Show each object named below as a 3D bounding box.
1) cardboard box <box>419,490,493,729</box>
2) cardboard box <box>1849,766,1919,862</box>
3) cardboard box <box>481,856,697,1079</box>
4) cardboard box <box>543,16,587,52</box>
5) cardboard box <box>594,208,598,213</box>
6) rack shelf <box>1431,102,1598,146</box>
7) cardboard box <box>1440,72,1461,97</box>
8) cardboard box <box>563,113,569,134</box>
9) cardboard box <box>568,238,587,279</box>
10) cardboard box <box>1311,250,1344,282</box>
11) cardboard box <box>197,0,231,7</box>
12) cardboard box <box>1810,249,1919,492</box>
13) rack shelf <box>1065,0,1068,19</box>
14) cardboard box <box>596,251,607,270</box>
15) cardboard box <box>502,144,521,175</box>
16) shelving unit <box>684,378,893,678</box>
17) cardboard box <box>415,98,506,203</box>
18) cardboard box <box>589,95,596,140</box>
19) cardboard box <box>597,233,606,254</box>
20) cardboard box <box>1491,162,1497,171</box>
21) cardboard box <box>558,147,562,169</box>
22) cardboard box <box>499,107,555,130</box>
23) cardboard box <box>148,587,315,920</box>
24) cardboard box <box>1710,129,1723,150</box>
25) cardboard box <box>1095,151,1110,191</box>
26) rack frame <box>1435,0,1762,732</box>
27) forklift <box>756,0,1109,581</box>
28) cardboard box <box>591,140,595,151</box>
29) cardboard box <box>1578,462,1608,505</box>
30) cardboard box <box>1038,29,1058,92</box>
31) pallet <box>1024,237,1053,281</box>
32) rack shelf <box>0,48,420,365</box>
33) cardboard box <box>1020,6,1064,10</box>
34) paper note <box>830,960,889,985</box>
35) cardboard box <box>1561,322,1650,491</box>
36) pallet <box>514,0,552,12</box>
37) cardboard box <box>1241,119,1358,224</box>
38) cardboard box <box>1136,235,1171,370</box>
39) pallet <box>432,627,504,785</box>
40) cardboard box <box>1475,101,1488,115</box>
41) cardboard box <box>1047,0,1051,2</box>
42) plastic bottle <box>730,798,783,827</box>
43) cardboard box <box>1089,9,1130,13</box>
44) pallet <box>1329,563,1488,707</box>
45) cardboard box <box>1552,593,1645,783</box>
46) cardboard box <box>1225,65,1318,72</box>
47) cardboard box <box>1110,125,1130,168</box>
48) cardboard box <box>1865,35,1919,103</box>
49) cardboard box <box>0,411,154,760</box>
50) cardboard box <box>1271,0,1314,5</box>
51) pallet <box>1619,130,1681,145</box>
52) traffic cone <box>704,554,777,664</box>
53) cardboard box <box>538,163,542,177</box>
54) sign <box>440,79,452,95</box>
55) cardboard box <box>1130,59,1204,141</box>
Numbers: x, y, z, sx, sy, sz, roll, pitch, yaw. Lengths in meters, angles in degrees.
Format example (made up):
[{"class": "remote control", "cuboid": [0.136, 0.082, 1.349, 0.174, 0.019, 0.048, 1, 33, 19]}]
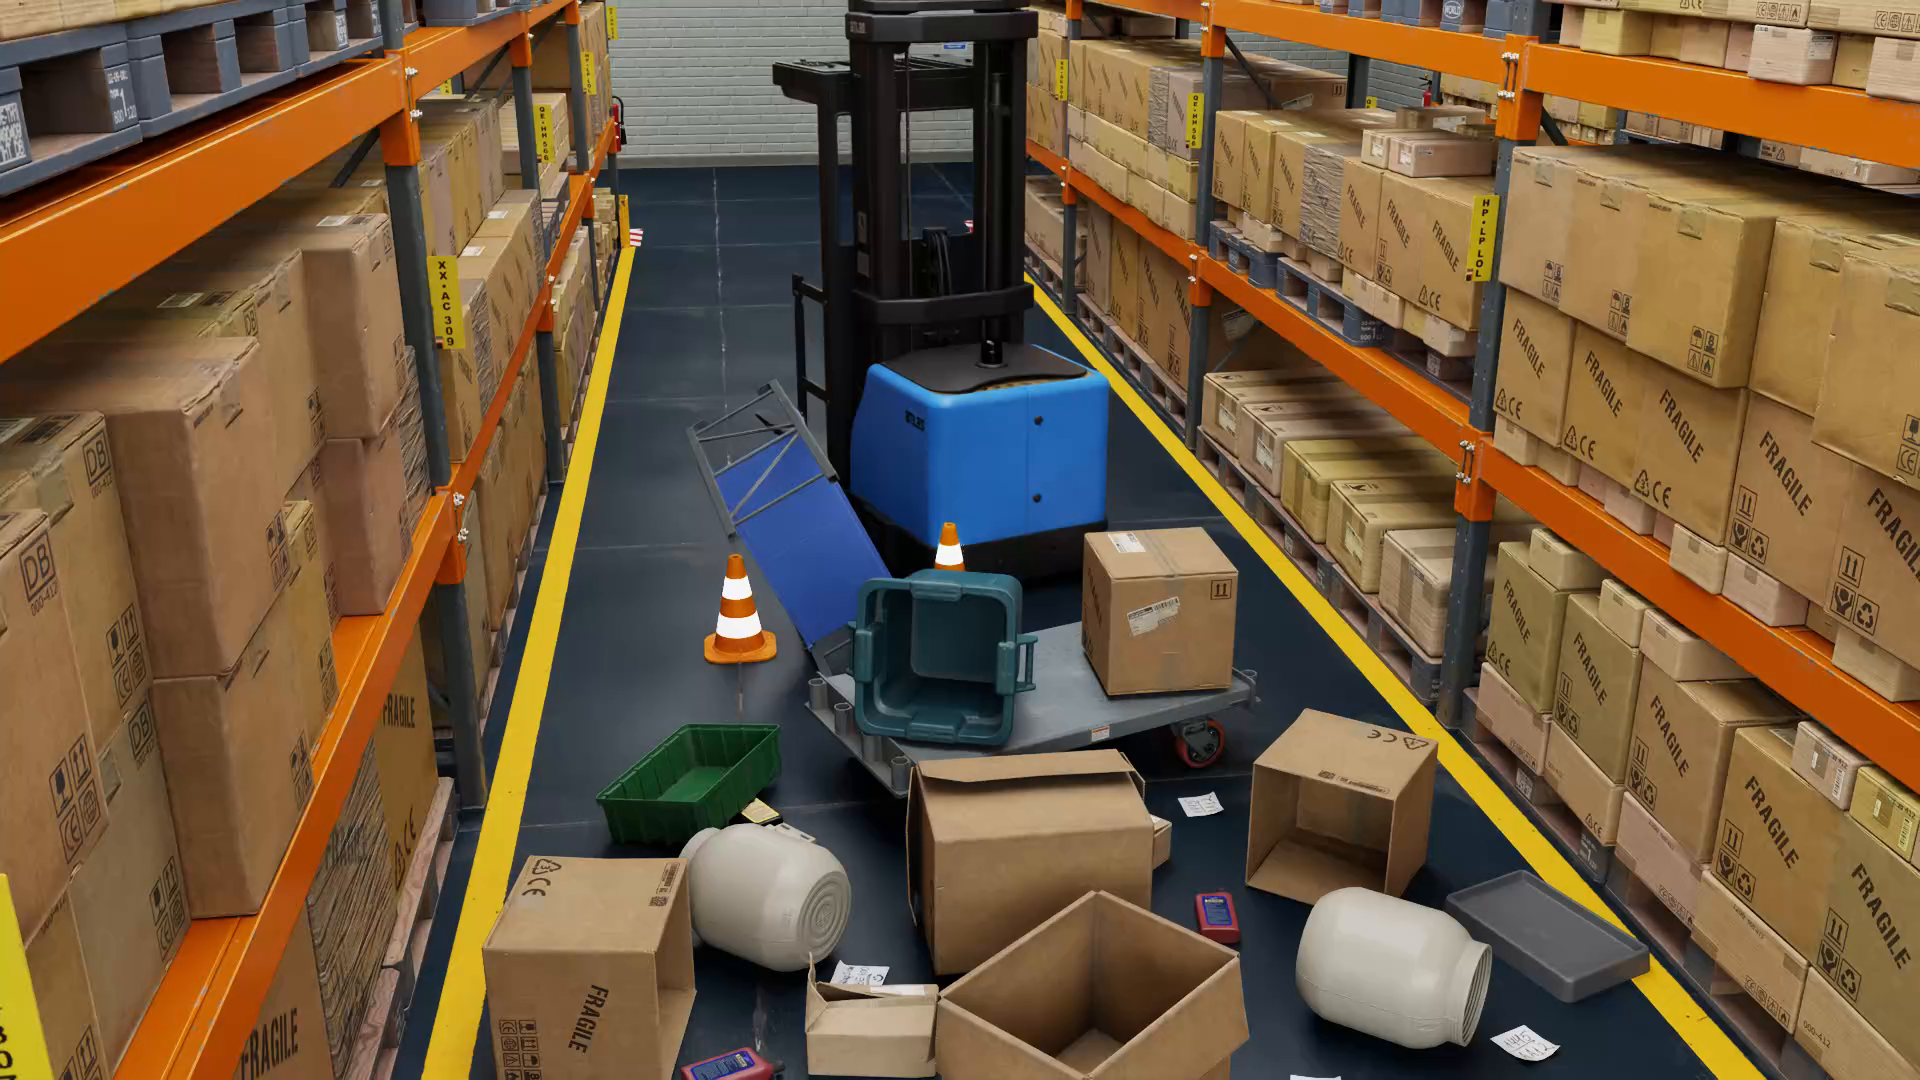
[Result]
[{"class": "cardboard box", "cuboid": [-2.516, 0.292, 6.761, 1.050, 0.750, 0.750, -3, 21, -8]}, {"class": "cardboard box", "cuboid": [2.597, 0.707, 4.367, 0.380, 0.149, 0.250, -3, 21, -7]}, {"class": "cardboard box", "cuboid": [-1.098, 1.301, 5.014, 0.500, 0.500, 0.500, 1, 20, 2]}, {"class": "cardboard box", "cuboid": [-3.404, -4.126, 13.979, 0.500, 0.500, 0.500, -4, 21, -9]}, {"class": "cardboard box", "cuboid": [-3.601, -3.026, 15.654, 0.380, 0.149, 0.250, -4, 21, -10]}, {"class": "rack shelf", "cuboid": [6.016, -4.016, 16.710, 1.077, 0.370, 4.000, -3, 21, -8]}, {"class": "cardboard box", "cuboid": [5.527, -4.944, 17.955, 0.500, 0.250, 0.500, -3, 21, -7]}, {"class": "cardboard box", "cuboid": [-3.238, -3.215, 12.870, 0.380, 0.149, 0.250, -2, 21, -6]}, {"class": "cardboard box", "cuboid": [-3.072, -2.078, 12.392, 0.500, 0.250, 0.500, -2, 21, -5]}, {"class": "cardboard box", "cuboid": [2.018, -1.419, 8.487, 0.380, 0.149, 0.250, -2, 21, -6]}, {"class": "cardboard box", "cuboid": [-1.712, -1.160, 3.365, 0.380, 0.149, 0.250, -3, 21, -7]}, {"class": "cardboard box", "cuboid": [2.592, -0.422, 4.061, 0.700, 0.500, 0.500, -3, 21, -8]}, {"class": "rack shelf", "cuboid": [1.105, -5.170, 15.511, 1.077, 0.370, 4.000, -3, 21, -8]}, {"class": "cardboard box", "cuboid": [-3.452, -2.575, 15.298, 0.380, 0.149, 0.250, -3, 21, -9]}, {"class": "cardboard box", "cuboid": [-2.790, -2.268, 9.911, 0.380, 0.149, 0.250, -3, 21, -8]}, {"class": "shelving unit", "cuboid": [-0.672, 0.024, 7.457, 0.538, 1.048, 1.500, -30, 25, -4]}, {"class": "cardboard box", "cuboid": [-2.859, -2.099, 8.976, 0.700, 0.500, 0.500, -3, 21, -8]}, {"class": "cardboard box", "cuboid": [-3.391, -3.666, 14.175, 0.500, 0.500, 0.500, -3, 21, -8]}, {"class": "cardboard box", "cuboid": [-3.448, -2.713, 15.241, 0.380, 0.149, 0.250, -3, 21, -8]}, {"class": "cardboard box", "cuboid": [2.632, -1.544, 7.895, 0.500, 0.500, 0.500, -3, 21, -8]}, {"class": "cardboard box", "cuboid": [-3.130, -2.813, 12.219, 0.380, 0.149, 0.250, -4, 21, -11]}, {"class": "cardboard box", "cuboid": [-3.095, -2.994, 11.854, 0.380, 0.149, 0.250, -4, 21, -10]}, {"class": "cardboard box", "cuboid": [-1.916, 0.445, 3.524, 0.875, 0.550, 0.550, -3, 21, -8]}, {"class": "cardboard box", "cuboid": [6.341, -3.274, 12.953, 0.700, 0.500, 0.500, -3, 21, -8]}, {"class": "cardboard box", "cuboid": [1.330, -2.816, 12.682, 0.500, 0.250, 0.500, -3, 21, -8]}, {"class": "rack frame", "cuboid": [2.546, -0.639, 6.640, 1.000, 3.000, 0.127, -3, 21, -8]}, {"class": "forklift", "cuboid": [-0.345, -1.577, 9.249, 1.130, 2.935, 3.031, -10, 23, -25]}, {"class": "cardboard box", "cuboid": [-3.414, -3.482, 14.610, 0.380, 0.149, 0.250, -3, 21, -7]}, {"class": "cardboard box", "cuboid": [2.431, -0.221, 5.879, 0.380, 0.149, 0.250, -3, 21, -8]}, {"class": "cardboard box", "cuboid": [0.987, -4.250, 14.735, 0.500, 0.500, 0.500, -3, 21, -9]}, {"class": "pallet", "cuboid": [1.182, -2.793, 16.393, 1.003, 0.211, 1.213, -3, 21, -8]}, {"class": "rack shelf", "cuboid": [-2.049, -0.730, 3.625, 1.077, 0.370, 4.000, -3, 21, -8]}, {"class": "cardboard box", "cuboid": [0.776, -4.937, 15.648, 0.380, 0.149, 0.250, -3, 21, -9]}, {"class": "paper note", "cuboid": [-0.331, 1.418, 5.387, 0.172, 0.023, 0.155, 4, 21, 11]}, {"class": "cardboard box", "cuboid": [2.429, -0.486, 5.663, 0.500, 0.500, 0.500, -3, 21, -8]}, {"class": "pallet", "cuboid": [-2.769, -2.836, 8.504, 1.213, 0.211, 1.003, -2, 21, -5]}, {"class": "cardboard box", "cuboid": [1.888, -2.059, 9.274, 0.500, 0.500, 0.500, -2, 21, -5]}, {"class": "cardboard box", "cuboid": [1.828, -1.778, 12.125, 0.875, 0.875, 0.875, -3, 21, -7]}, {"class": "pallet", "cuboid": [-2.523, 0.689, 7.071, 1.003, 0.211, 1.213, -3, 21, -8]}, {"class": "cardboard box", "cuboid": [5.634, -4.535, 17.429, 0.380, 0.149, 0.250, -2, 21, -6]}, {"class": "cardboard box", "cuboid": [1.066, -5.499, 17.153, 0.380, 0.149, 0.250, -3, 21, -7]}, {"class": "plastic bottle", "cuboid": [-0.804, 1.042, 6.340, 0.133, 0.061, 0.283, -15, 25, -35]}, {"class": "cardboard box", "cuboid": [1.371, -4.790, 15.255, 0.380, 0.149, 0.250, -3, 21, -8]}, {"class": "pallet", "cuboid": [2.433, 0.398, 7.849, 1.003, 0.211, 1.213, -3, 21, -8]}, {"class": "cardboard box", "cuboid": [2.453, 0.504, 5.838, 0.500, 0.500, 0.500, -2, 21, -6]}, {"class": "cardboard box", "cuboid": [2.060, -2.894, 11.104, 0.500, 0.500, 0.500, -3, 21, -8]}, {"class": "cardboard box", "cuboid": [1.402, -2.876, 12.129, 0.500, 0.250, 0.500, -4, 21, -9]}, {"class": "cardboard box", "cuboid": [2.529, -1.181, 4.162, 0.380, 0.149, 0.250, -3, 21, -8]}, {"class": "cardboard box", "cuboid": [-1.947, 0.138, 2.801, 0.875, 0.550, 0.550, -3, 21, -8]}, {"class": "cardboard box", "cuboid": [2.096, -3.147, 8.926, 0.700, 0.500, 0.500, -3, 21, -8]}, {"class": "pallet", "cuboid": [6.312, -3.288, 14.008, 1.003, 0.211, 1.213, -3, 21, -8]}, {"class": "traffic cone", "cuboid": [-1.036, 0.294, 7.769, 0.336, 0.463, 0.334, -3, 21, -8]}, {"class": "cardboard box", "cuboid": [-2.905, -2.409, 10.711, 0.380, 0.149, 0.250, -3, 21, -8]}, {"class": "sign", "cuboid": [-4.026, -3.500, 13.062, 0.100, 0.325, 0.005, -3, 21, -8]}, {"class": "cardboard box", "cuboid": [1.489, -3.055, 11.535, 0.500, 0.500, 0.500, -3, 21, -8]}]
